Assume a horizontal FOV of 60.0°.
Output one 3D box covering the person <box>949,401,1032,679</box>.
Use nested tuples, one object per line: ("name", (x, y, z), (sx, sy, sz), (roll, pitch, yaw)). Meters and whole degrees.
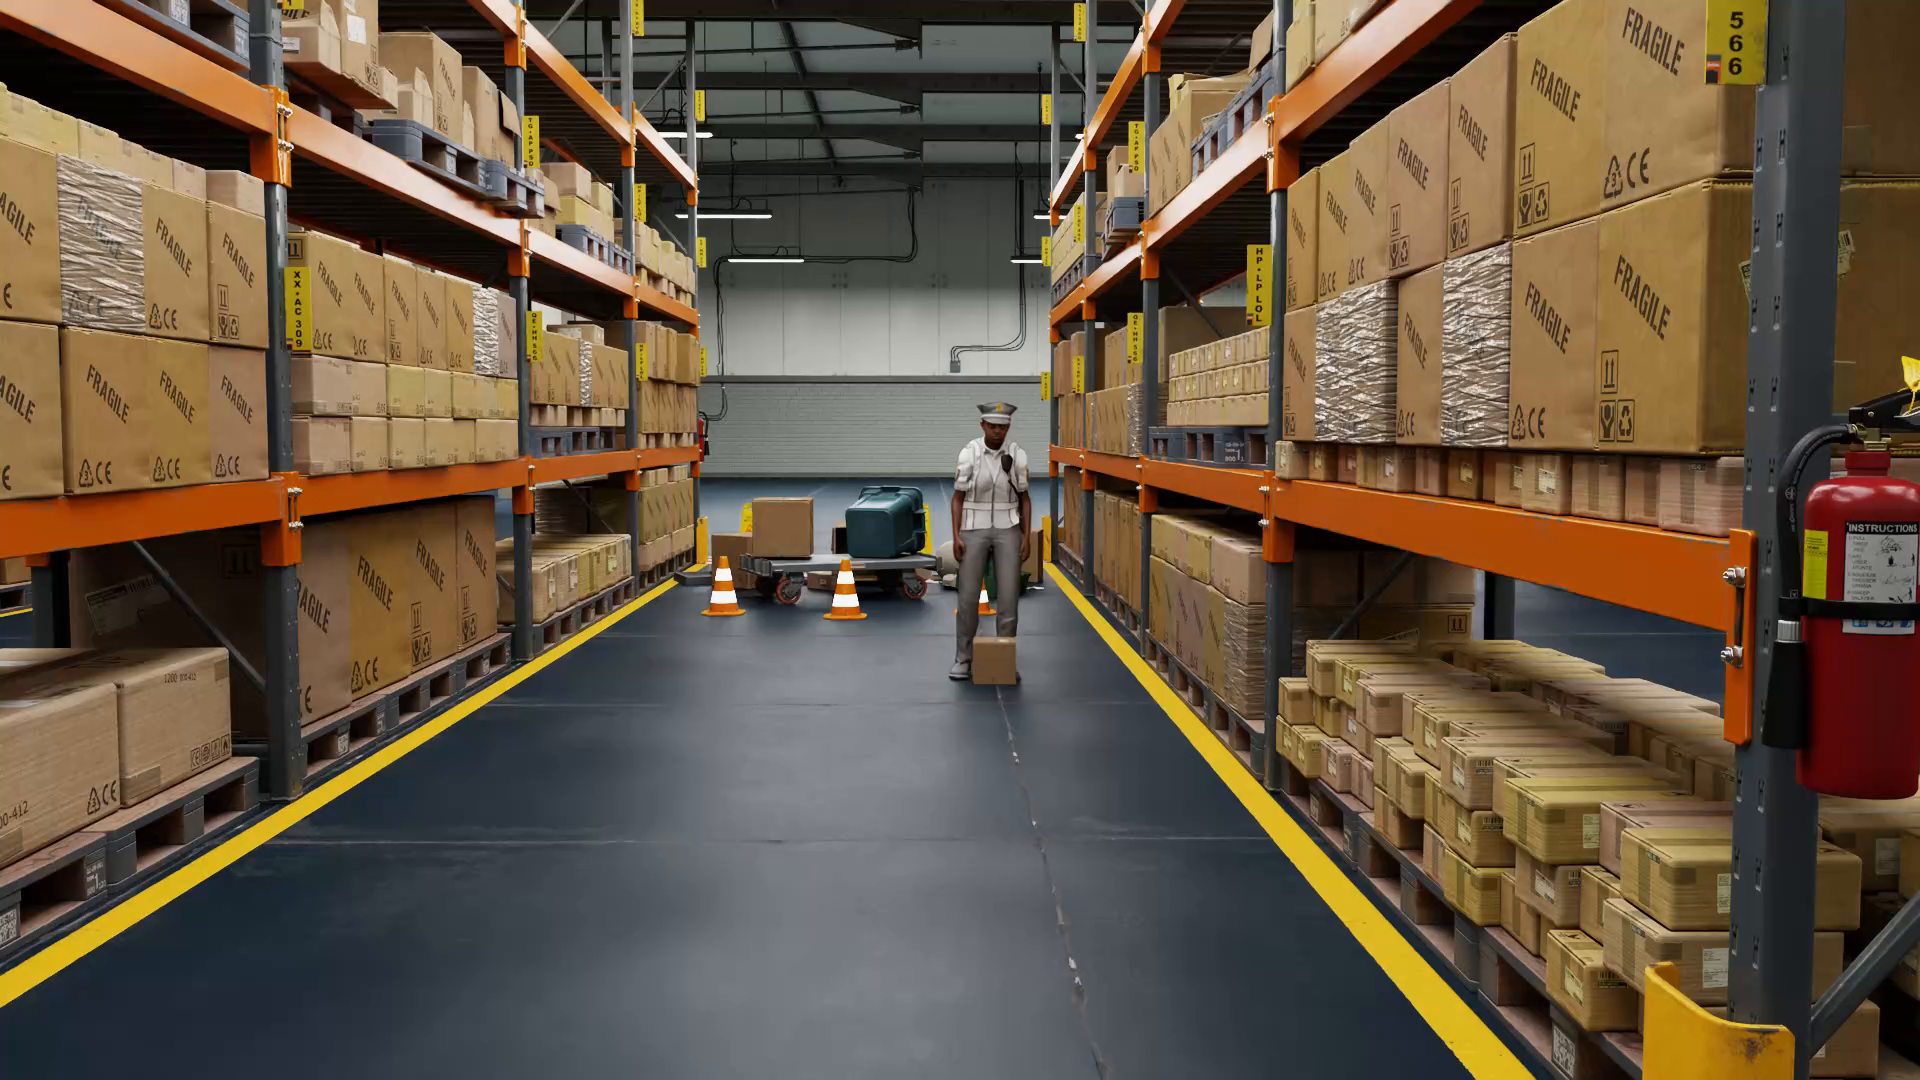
("person", (0.184, -0.001, 10.023), (0.509, 1.658, 0.425), (0, 4, -4))
